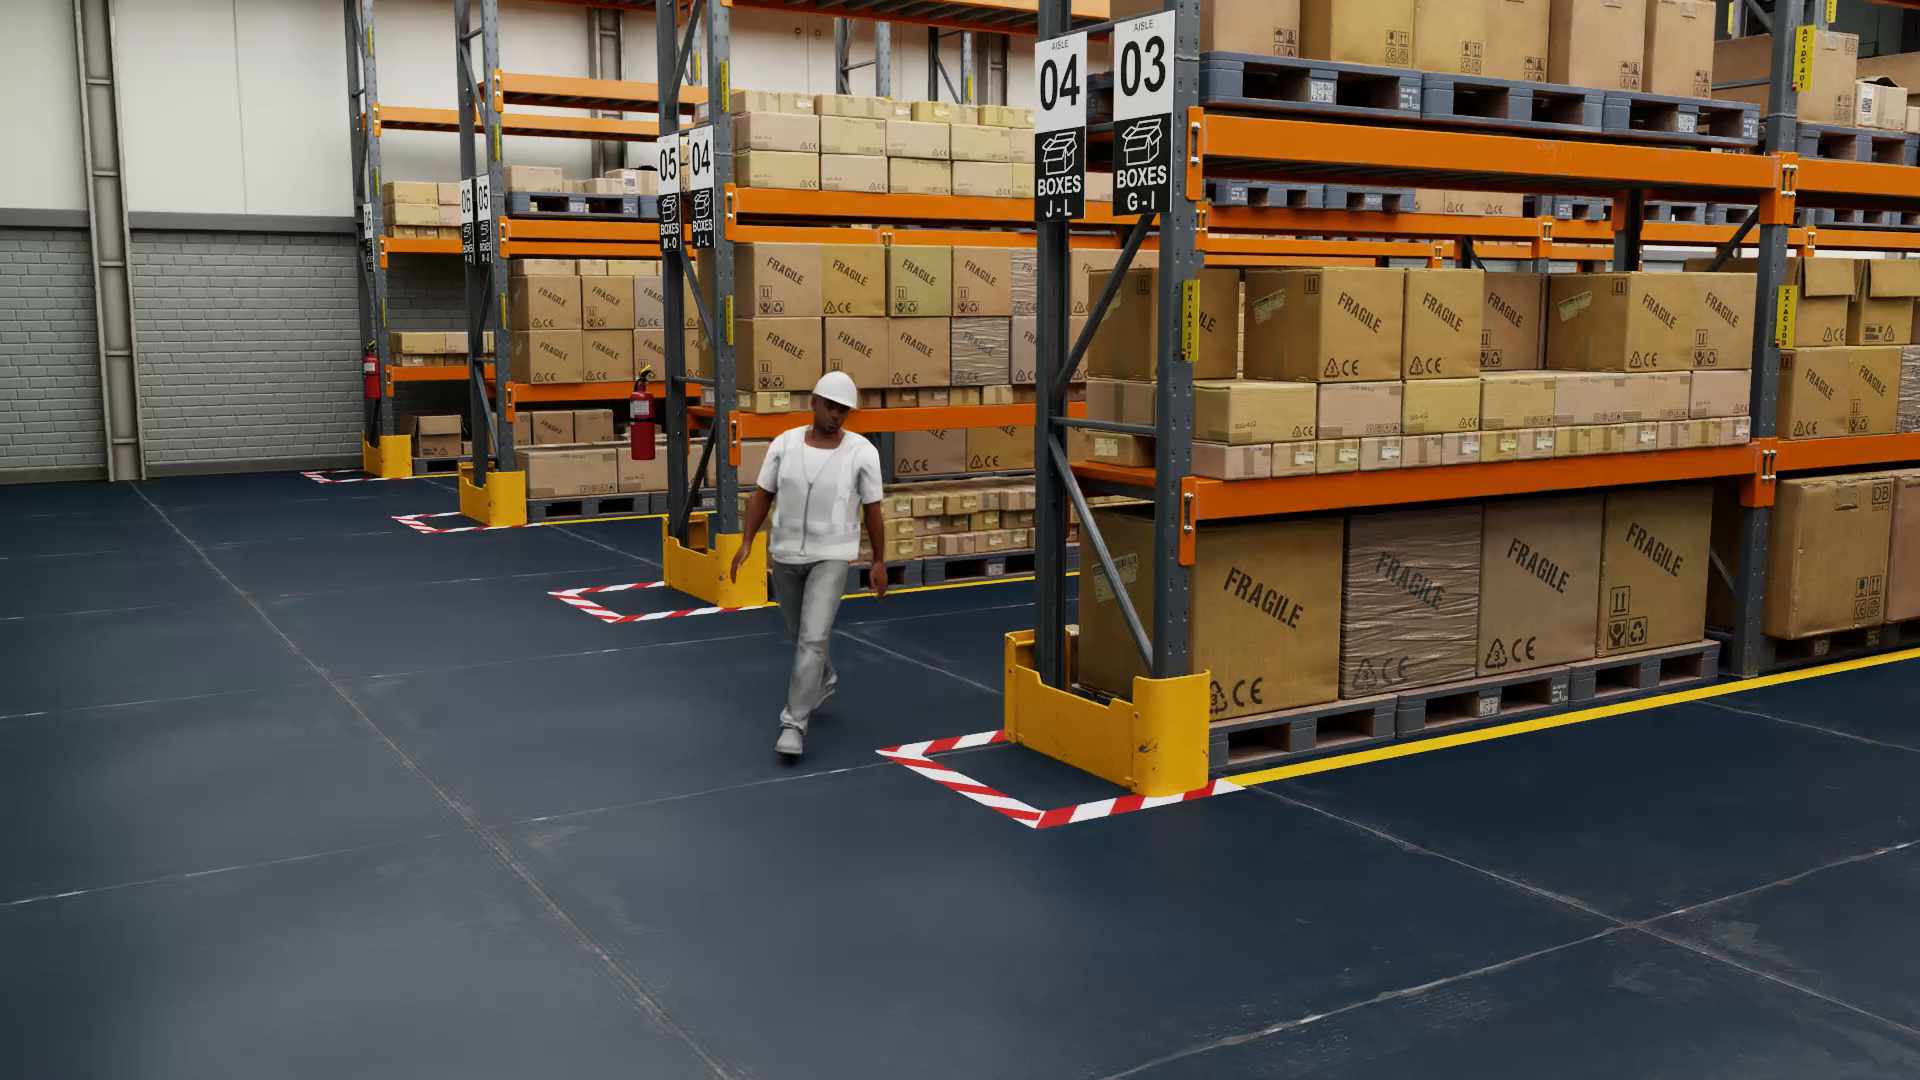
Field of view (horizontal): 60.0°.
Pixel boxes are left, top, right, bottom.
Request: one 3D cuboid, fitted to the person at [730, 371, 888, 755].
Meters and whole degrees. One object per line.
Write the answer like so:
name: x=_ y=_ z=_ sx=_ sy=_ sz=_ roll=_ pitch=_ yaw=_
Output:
person: x=-0.713 y=0.076 z=7.757 sx=0.671 sy=1.719 sz=1.001 roll=2 pitch=8 yaw=17
